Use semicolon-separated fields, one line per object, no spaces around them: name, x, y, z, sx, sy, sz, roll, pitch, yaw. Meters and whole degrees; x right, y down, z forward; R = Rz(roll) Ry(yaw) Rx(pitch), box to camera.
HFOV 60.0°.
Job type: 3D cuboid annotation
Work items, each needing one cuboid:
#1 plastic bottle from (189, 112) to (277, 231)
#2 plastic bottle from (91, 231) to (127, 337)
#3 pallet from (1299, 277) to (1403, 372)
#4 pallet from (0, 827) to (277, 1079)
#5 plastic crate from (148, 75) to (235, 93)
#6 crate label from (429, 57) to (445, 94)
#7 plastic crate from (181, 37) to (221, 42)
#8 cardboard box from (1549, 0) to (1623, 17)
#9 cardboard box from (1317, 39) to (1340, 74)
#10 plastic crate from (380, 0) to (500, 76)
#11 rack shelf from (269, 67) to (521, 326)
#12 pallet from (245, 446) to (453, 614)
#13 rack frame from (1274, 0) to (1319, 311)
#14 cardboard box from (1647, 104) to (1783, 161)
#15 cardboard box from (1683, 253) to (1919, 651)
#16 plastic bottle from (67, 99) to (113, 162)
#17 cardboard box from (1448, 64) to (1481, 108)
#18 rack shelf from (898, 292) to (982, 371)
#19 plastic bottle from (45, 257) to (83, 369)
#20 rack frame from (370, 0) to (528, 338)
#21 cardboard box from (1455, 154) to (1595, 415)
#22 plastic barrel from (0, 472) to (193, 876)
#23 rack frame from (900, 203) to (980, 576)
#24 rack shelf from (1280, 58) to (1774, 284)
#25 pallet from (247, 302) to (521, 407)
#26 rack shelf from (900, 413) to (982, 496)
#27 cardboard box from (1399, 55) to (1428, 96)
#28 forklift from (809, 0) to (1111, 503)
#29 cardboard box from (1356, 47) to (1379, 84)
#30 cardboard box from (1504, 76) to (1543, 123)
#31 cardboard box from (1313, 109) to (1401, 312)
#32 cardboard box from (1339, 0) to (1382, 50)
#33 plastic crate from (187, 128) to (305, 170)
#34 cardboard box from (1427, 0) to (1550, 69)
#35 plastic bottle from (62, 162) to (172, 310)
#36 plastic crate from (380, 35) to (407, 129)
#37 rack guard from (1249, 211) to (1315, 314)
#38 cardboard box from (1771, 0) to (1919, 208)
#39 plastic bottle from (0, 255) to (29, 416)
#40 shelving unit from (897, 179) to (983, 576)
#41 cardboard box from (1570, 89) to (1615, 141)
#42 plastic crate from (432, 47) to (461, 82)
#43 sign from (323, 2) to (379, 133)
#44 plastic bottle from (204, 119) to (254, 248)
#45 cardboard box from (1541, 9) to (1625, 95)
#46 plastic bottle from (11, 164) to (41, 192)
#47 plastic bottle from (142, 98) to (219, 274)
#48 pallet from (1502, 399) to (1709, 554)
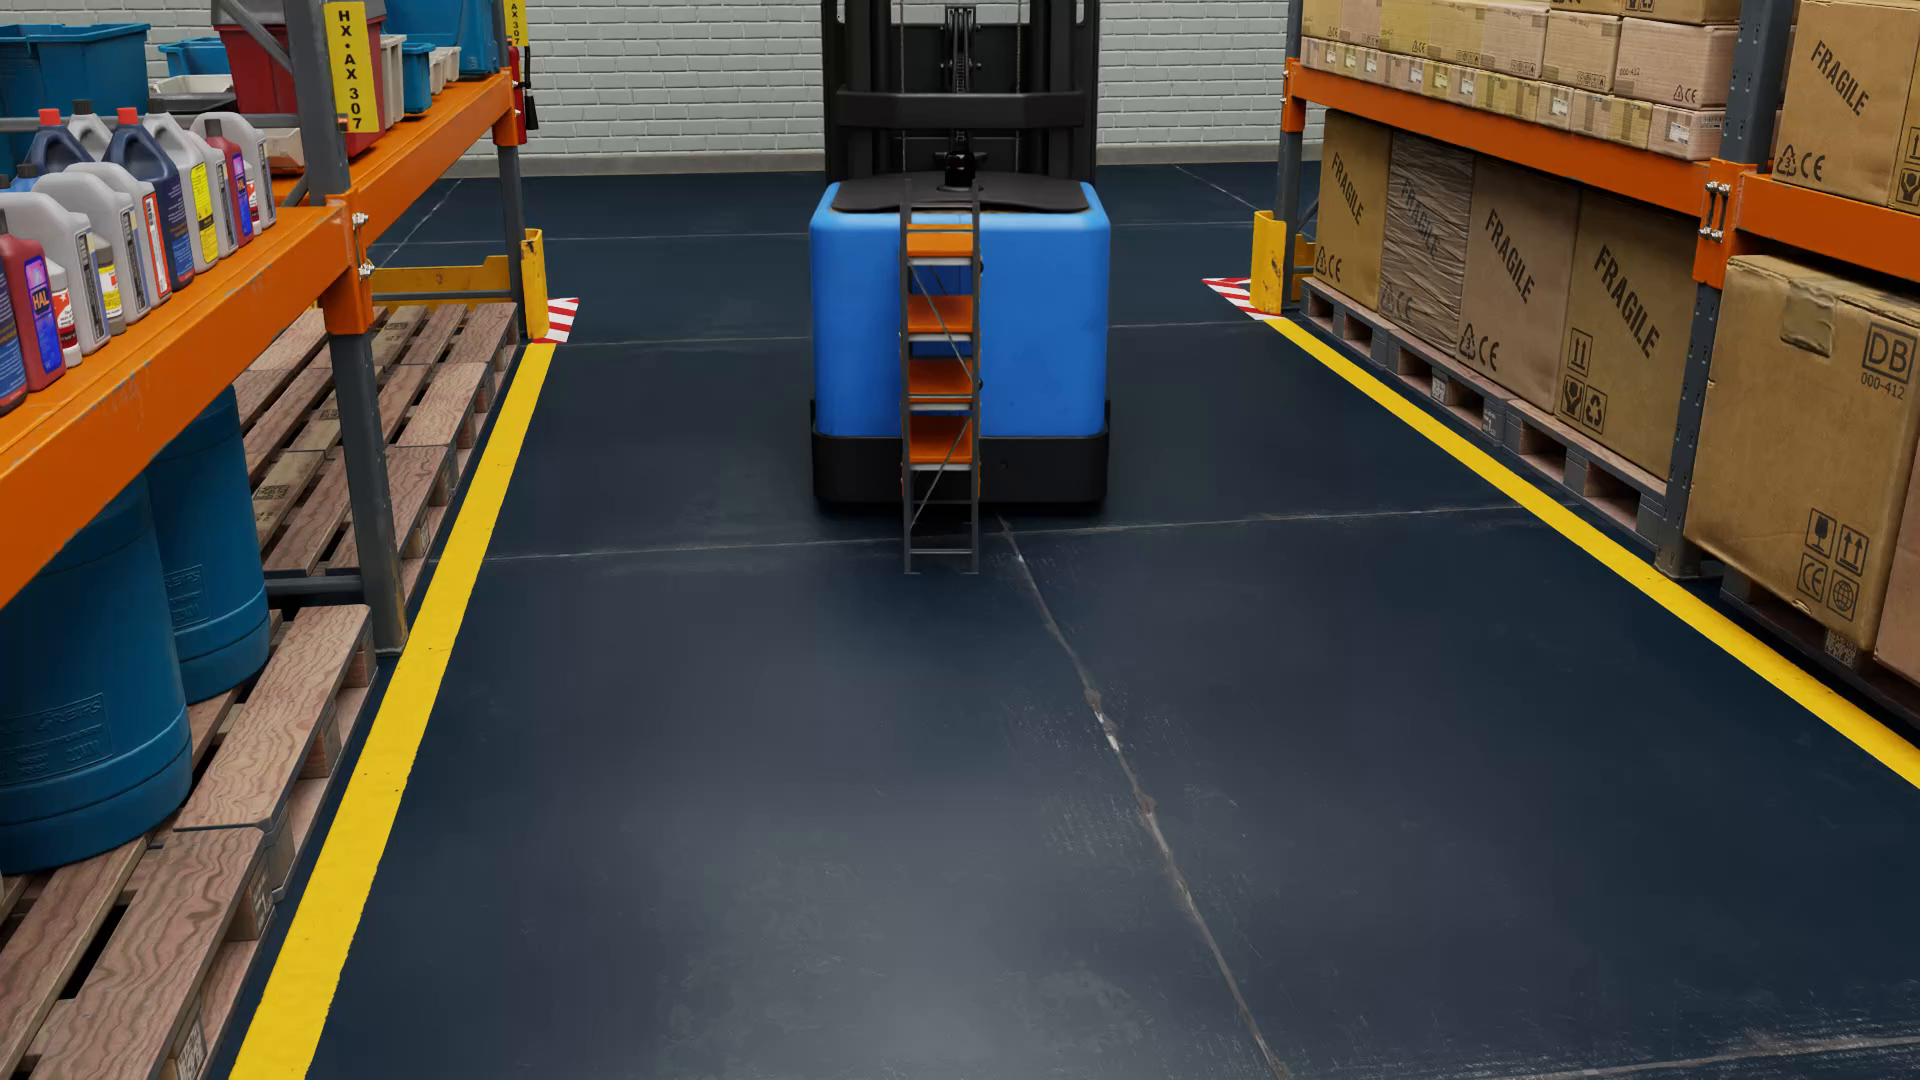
plastic bottle;-1.744;-0.888;3.983;0.152;0.276;0.135;-3;21;-8
plastic bottle;-1.555;-0.466;2.961;0.097;0.201;0.097;0;20;0
pallet;2.397;-1.121;8.417;1.003;0.211;1.213;-3;21;-8
pallet;-1.871;0.933;2.917;1.003;0.211;1.213;-3;21;-8
plastic crate;-2.669;-1.558;5.892;0.293;0.136;0.466;-3;21;-8
crate label;-2.308;-1.886;6.770;0.396;0.136;0.243;-3;21;-8
plastic crate;-2.797;-1.843;6.516;0.416;0.233;0.300;-3;21;-8
cardboard box;2.382;-2.056;5.650;0.500;0.500;0.500;-3;21;-7
cardboard box;1.967;-2.355;8.093;0.380;0.149;0.250;-3;21;-9
plastic crate;-2.464;-2.389;7.689;0.616;0.435;0.499;-3;21;-8
rack shelf;-2.409;-1.421;6.263;1.077;0.370;4.000;-3;21;-8
pallet;-2.265;-0.012;5.447;1.003;0.211;1.213;-3;21;-8
rack frame;2.204;-2.701;8.660;1.000;3.000;0.127;-3;21;-8
cardboard box;2.413;-1.287;5.234;0.380;0.149;0.250;-3;21;-7
cardboard box;2.893;-0.297;4.660;1.225;0.875;0.875;-3;21;-8
plastic bottle;-1.807;-0.734;3.464;0.144;0.351;0.185;-3;21;-8
cardboard box;2.192;-1.820;6.662;0.380;0.149;0.250;-3;21;-7
rack shelf;-0.061;-0.680;5.375;0.258;0.148;0.480;0;20;0
plastic bottle;-1.522;-0.386;2.746;0.097;0.201;0.097;0;20;0
rack frame;-2.697;-2.451;7.991;1.000;3.000;0.127;-3;21;-8
cardboard box;2.635;-1.061;6.707;0.875;0.875;0.875;-3;21;-8
plastic barrel;-1.957;0.155;3.414;0.600;0.901;0.708;-3;21;-8
rack frame;-0.061;-0.448;5.201;0.240;1.200;0.015;0;20;0
rack shelf;2.493;-1.671;6.932;1.077;0.370;4.000;-3;21;-8
pallet;-2.616;-0.857;7.709;1.003;0.211;1.213;-3;21;-8
rack shelf;-0.061;-0.284;5.523;0.258;0.148;0.480;0;20;0
cardboard box;2.117;-1.998;7.139;0.380;0.149;0.250;-3;21;-8
forklift;0.002;-1.967;6.794;1.130;2.935;3.031;0;20;0
cardboard box;2.043;-2.176;7.614;0.380;0.149;0.250;-3;21;-9
cardboard box;2.264;-1.643;6.188;0.380;0.149;0.250;-3;21;-7
cardboard box;2.376;-1.685;8.376;0.875;0.875;0.875;-3;21;-8
cardboard box;2.088;-2.410;7.672;0.500;0.250;0.500;-3;21;-8
plastic crate;-2.046;-1.139;4.769;0.396;0.136;0.243;-3;21;-8
cardboard box;2.237;-2.056;6.722;0.500;0.250;0.500;-3;21;-9
plastic bottle;-1.618;-0.587;3.177;0.152;0.276;0.135;-3;21;-8
plastic crate;-2.158;-1.577;5.734;0.437;0.282;0.530;-3;21;-8
rack guard;2.201;-1.538;9.120;1.175;0.500;0.348;-3;21;-8
cardboard box;2.600;-1.191;4.474;0.500;0.500;0.500;-3;21;-8
plastic bottle;-1.505;-0.360;2.463;0.144;0.351;0.185;-3;21;-8
shelving unit;-0.061;-0.533;5.430;0.258;1.200;0.503;0;20;0
cardboard box;2.339;-1.465;5.711;0.380;0.149;0.250;-3;21;-9
plastic crate;-2.400;-2.082;7.295;0.396;0.136;0.243;-3;21;-8
sign;-1.576;-1.223;4.307;0.100;0.325;0.005;-3;21;-8
plastic bottle;-1.665;-0.813;3.773;0.061;0.283;0.133;-3;21;-8
cardboard box;2.381;-1.704;5.779;0.500;0.250;0.500;-2;21;-6
plastic bottle;-1.739;-0.572;3.144;0.097;0.271;0.097;0;20;0
plastic bottle;-1.664;-0.741;3.484;0.144;0.351;0.185;-3;21;-8
pallet;2.749;-0.277;6.155;1.003;0.211;1.213;-3;21;-8
